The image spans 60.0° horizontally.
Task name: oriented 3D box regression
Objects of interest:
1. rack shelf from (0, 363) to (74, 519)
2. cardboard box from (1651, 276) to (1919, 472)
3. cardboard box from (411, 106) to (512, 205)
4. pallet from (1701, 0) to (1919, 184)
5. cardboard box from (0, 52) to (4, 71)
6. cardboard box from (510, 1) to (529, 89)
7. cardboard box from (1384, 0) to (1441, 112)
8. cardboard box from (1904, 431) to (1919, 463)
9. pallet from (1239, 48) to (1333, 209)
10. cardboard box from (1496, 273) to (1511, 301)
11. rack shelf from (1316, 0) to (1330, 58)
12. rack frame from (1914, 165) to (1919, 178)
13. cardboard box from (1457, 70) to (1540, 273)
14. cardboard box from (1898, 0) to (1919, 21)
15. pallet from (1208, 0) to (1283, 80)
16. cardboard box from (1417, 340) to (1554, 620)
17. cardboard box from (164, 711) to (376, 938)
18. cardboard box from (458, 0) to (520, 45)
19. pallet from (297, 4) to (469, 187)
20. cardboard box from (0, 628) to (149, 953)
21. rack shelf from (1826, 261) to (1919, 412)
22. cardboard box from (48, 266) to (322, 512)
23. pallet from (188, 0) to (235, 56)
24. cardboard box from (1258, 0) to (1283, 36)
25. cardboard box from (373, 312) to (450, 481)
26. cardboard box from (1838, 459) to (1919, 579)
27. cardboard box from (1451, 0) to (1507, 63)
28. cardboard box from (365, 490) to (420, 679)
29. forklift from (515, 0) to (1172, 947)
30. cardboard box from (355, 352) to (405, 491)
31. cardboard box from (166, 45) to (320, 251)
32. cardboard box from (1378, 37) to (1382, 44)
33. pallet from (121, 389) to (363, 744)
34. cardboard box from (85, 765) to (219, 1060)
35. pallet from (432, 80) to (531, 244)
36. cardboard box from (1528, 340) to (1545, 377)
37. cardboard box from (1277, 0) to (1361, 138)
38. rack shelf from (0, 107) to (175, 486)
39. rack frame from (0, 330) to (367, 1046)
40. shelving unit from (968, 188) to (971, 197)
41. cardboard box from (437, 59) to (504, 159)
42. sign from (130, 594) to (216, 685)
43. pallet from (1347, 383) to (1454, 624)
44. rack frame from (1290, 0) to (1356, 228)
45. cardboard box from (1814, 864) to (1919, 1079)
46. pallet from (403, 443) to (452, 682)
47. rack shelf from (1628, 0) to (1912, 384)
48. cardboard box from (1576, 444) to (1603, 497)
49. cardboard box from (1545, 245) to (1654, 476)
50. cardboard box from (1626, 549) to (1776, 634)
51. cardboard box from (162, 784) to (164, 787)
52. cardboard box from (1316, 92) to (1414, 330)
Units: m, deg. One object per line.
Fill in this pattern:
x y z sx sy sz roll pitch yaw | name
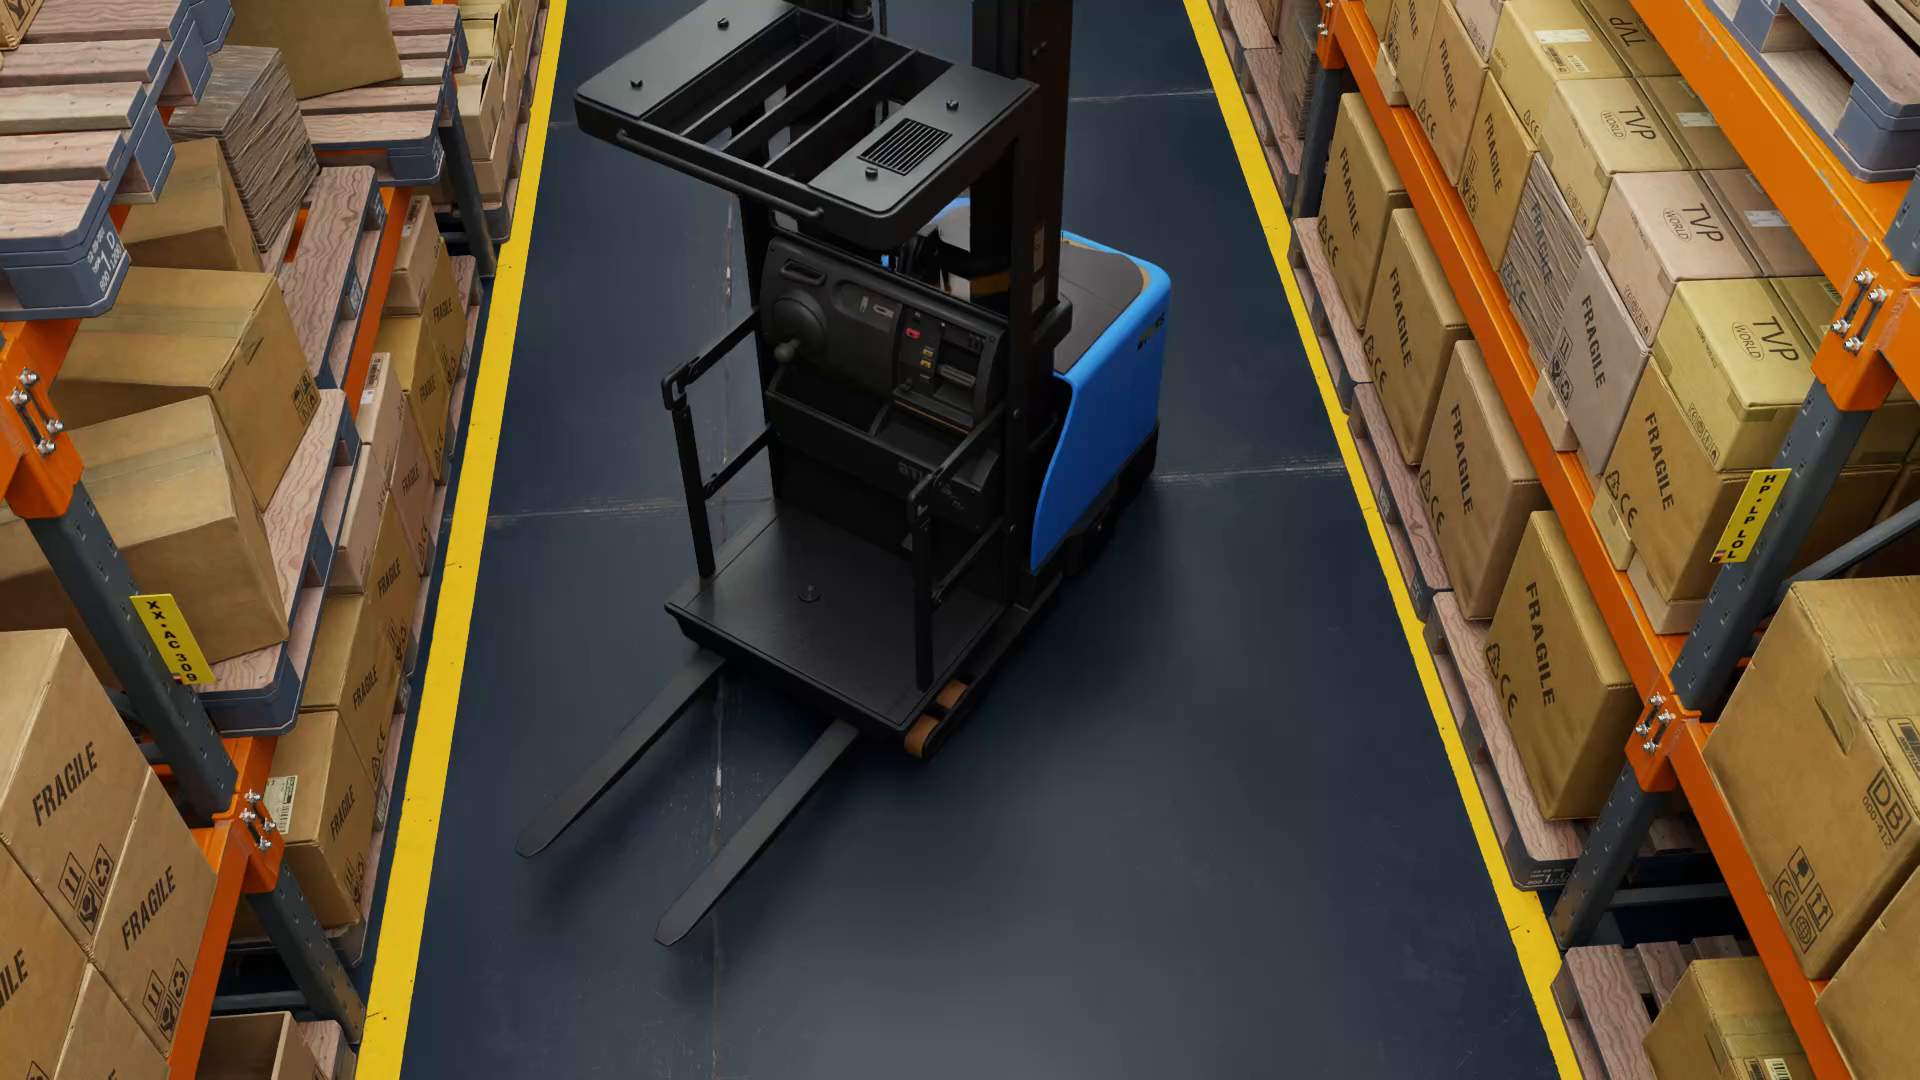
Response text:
-2.264 1.241 2.075 1.077 0.370 4.000 -3 47 -3 | rack shelf
2.211 -0.449 4.442 0.500 0.250 0.500 -2 47 -2 | cardboard box
-2.517 -1.911 8.235 0.500 0.250 0.500 -4 47 -3 | cardboard box
2.379 -1.352 4.166 0.805 0.209 1.217 -5 47 -5 | pallet
-2.400 -1.035 3.308 0.600 0.600 0.600 -8 47 -7 | cardboard box
-2.610 -2.651 8.936 0.500 0.250 0.500 -5 47 -4 | cardboard box
1.990 -2.017 6.443 0.500 0.500 0.500 -2 47 -2 | cardboard box
2.726 -0.476 4.467 0.500 0.250 0.500 -2 47 -2 | cardboard box
2.106 -2.226 8.849 1.003 0.211 1.213 -3 47 -3 | pallet
2.121 -0.988 5.916 0.380 0.149 0.250 -2 47 -2 | cardboard box
2.002 -3.819 8.933 1.077 0.370 4.000 -3 47 -3 | rack shelf
2.505 -1.788 2.382 1.000 3.000 0.127 -3 47 -3 | rack frame
2.082 -1.281 5.747 0.500 0.500 0.500 -2 47 -2 | cardboard box
2.540 -1.586 3.885 0.700 0.500 0.500 -6 47 -5 | cardboard box
2.007 -3.107 9.684 1.003 0.211 1.213 -3 47 -3 | pallet
2.243 -0.236 6.235 0.750 0.750 0.750 -2 47 -2 | cardboard box
-2.229 0.922 5.366 0.500 0.500 0.500 -5 47 -5 | cardboard box
-2.610 -2.853 8.741 0.500 0.311 0.500 -5 47 -4 | cardboard box
-2.640 -1.764 6.623 1.213 0.211 1.003 -3 47 -3 | pallet
-2.131 0.550 3.542 0.500 0.500 0.500 -3 47 -3 | cardboard box
2.672 0.937 2.362 1.077 0.370 4.000 -3 47 -3 | rack shelf
-2.369 -0.451 4.889 0.700 0.500 0.500 3 47 3 | cardboard box
-2.506 -1.615 4.413 1.213 0.211 1.003 -3 47 -3 | pallet
2.060 -3.167 9.238 0.700 0.500 0.500 -4 47 -4 | cardboard box
-2.411 -0.571 6.780 0.500 0.500 0.500 -5 47 -5 | cardboard box
2.717 -0.217 4.739 0.500 0.500 0.500 -5 47 -5 | cardboard box
2.042 -1.927 5.841 0.500 0.250 0.500 -3 47 -3 | cardboard box
-2.319 0.174 6.074 0.500 0.500 0.500 -3 47 -3 | cardboard box
-0.394 -0.600 5.436 1.130 2.935 3.031 25 52 22 | forklift
-2.355 -0.423 6.123 0.500 0.250 0.500 -4 47 -4 | cardboard box
-2.715 -1.372 5.762 0.700 0.500 0.500 4 47 4 | cardboard box
1.979 -2.105 6.973 0.380 0.149 0.250 -3 47 -3 | cardboard box
-2.389 0.059 4.896 1.003 0.211 1.213 -3 47 -3 | pallet
-2.134 0.890 3.909 0.500 0.500 0.500 -3 47 -3 | cardboard box
-2.796 -1.955 8.593 1.003 0.211 1.213 -3 47 -3 | pallet
2.138 -0.613 5.561 0.380 0.149 0.250 -3 47 -3 | cardboard box
2.058 -2.429 8.540 0.700 0.500 0.500 -3 47 -3 | cardboard box
-2.599 -1.653 4.815 1.077 0.370 4.000 -3 47 -3 | rack shelf
-2.431 0.578 4.273 1.000 3.000 0.127 -3 47 -3 | rack frame
0.143 -1.407 7.583 0.258 0.189 1.200 15 88 13 | shelving unit
-2.517 -2.104 8.032 0.500 0.311 0.500 -2 47 -2 | cardboard box
-1.891 0.242 3.995 0.100 0.325 0.005 -3 47 -3 | sign
2.260 -0.205 6.935 1.003 0.211 1.213 -3 47 -3 | pallet
2.170 -2.620 7.301 1.000 3.000 0.127 -3 47 -3 | rack frame
2.589 1.093 3.579 0.980 0.700 0.700 -5 47 -4 | cardboard box
-2.642 0.066 6.678 1.003 0.211 1.213 -3 47 -3 | pallet
2.337 -1.957 5.103 1.077 0.370 4.000 -3 47 -3 | rack shelf
2.173 -0.245 5.212 0.380 0.149 0.250 -2 47 -2 | cardboard box
2.162 -0.556 5.060 0.500 0.500 0.500 -3 47 -3 | cardboard box
2.194 0.127 4.860 0.380 0.149 0.250 -3 47 -3 | cardboard box
-2.758 0.947 5.342 0.500 0.500 0.500 -4 47 -4 | cardboard box
2.101 -1.485 7.418 0.750 0.750 0.750 -4 47 -4 | cardboard box
